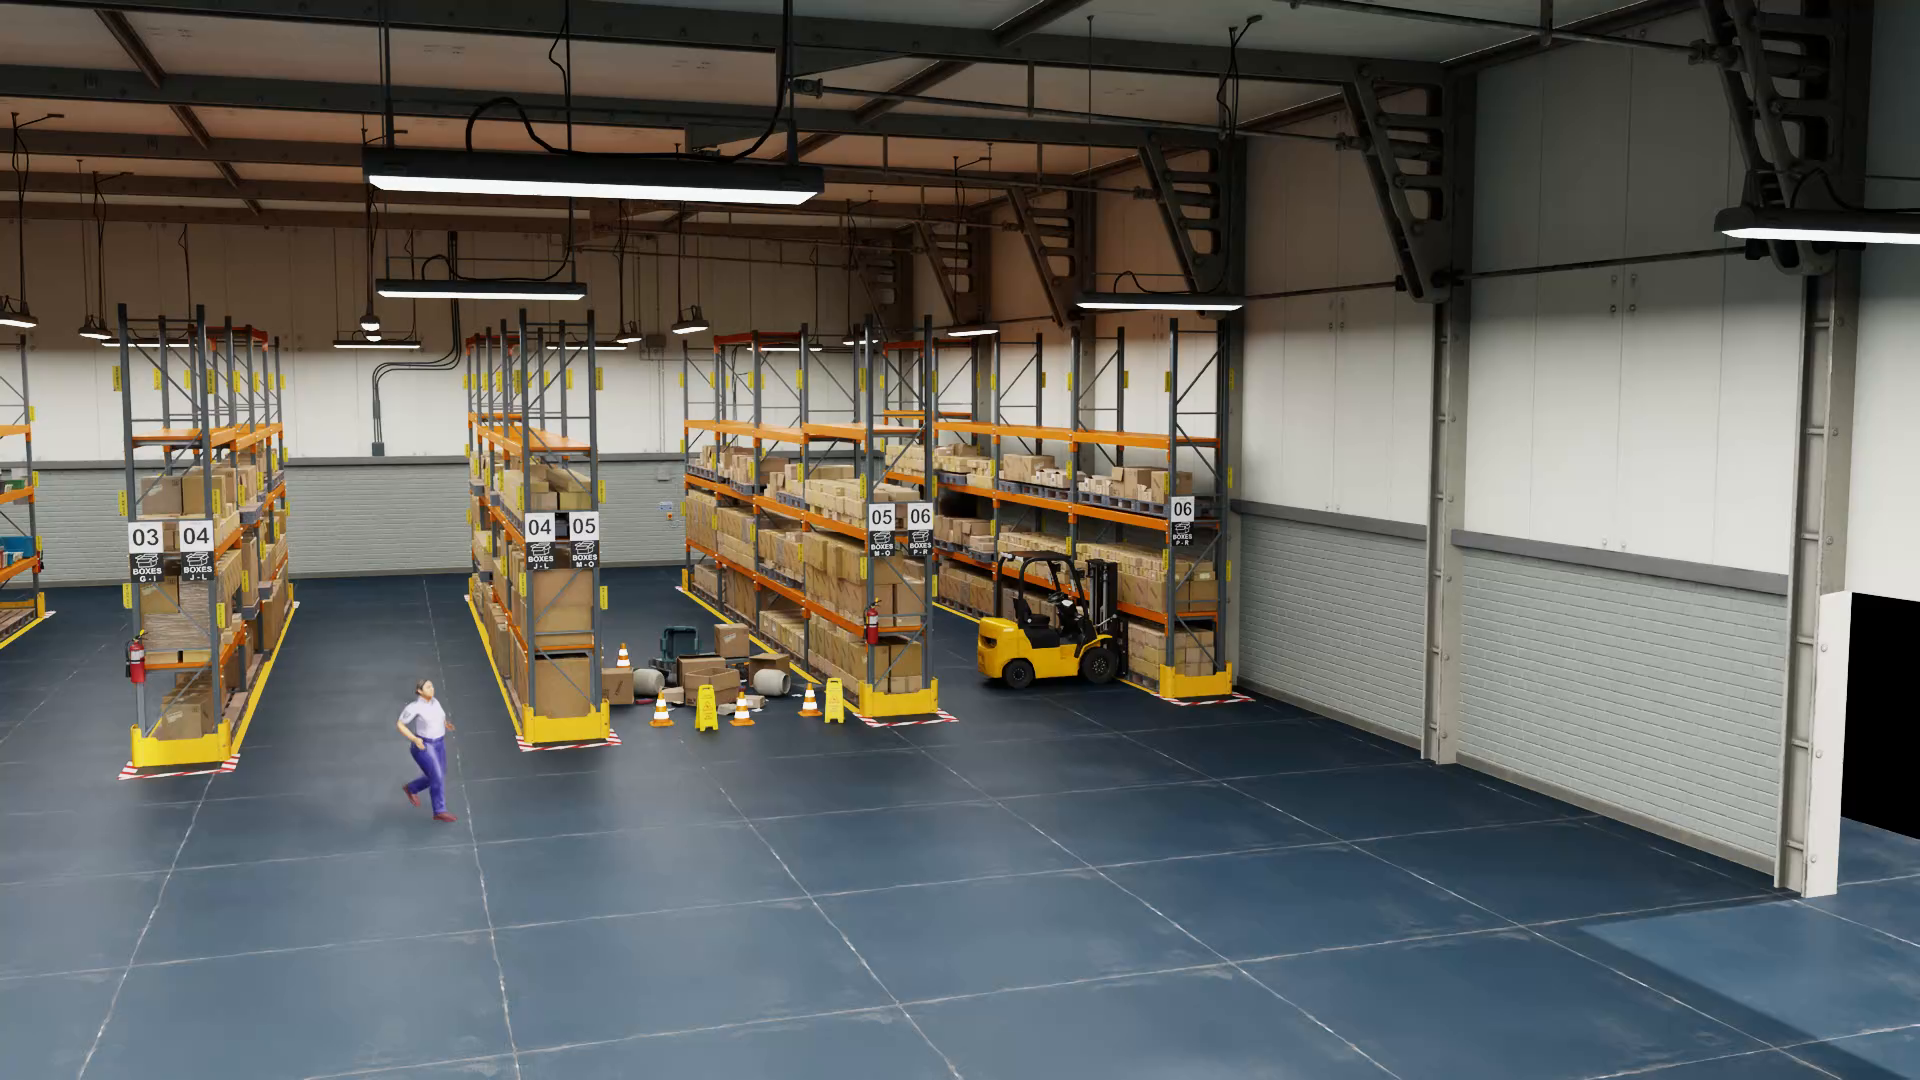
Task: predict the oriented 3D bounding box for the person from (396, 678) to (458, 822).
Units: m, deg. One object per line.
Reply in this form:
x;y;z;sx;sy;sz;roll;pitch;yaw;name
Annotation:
-6.124;2.389;19.086;0.842;1.616;0.621;2;6;21;person
